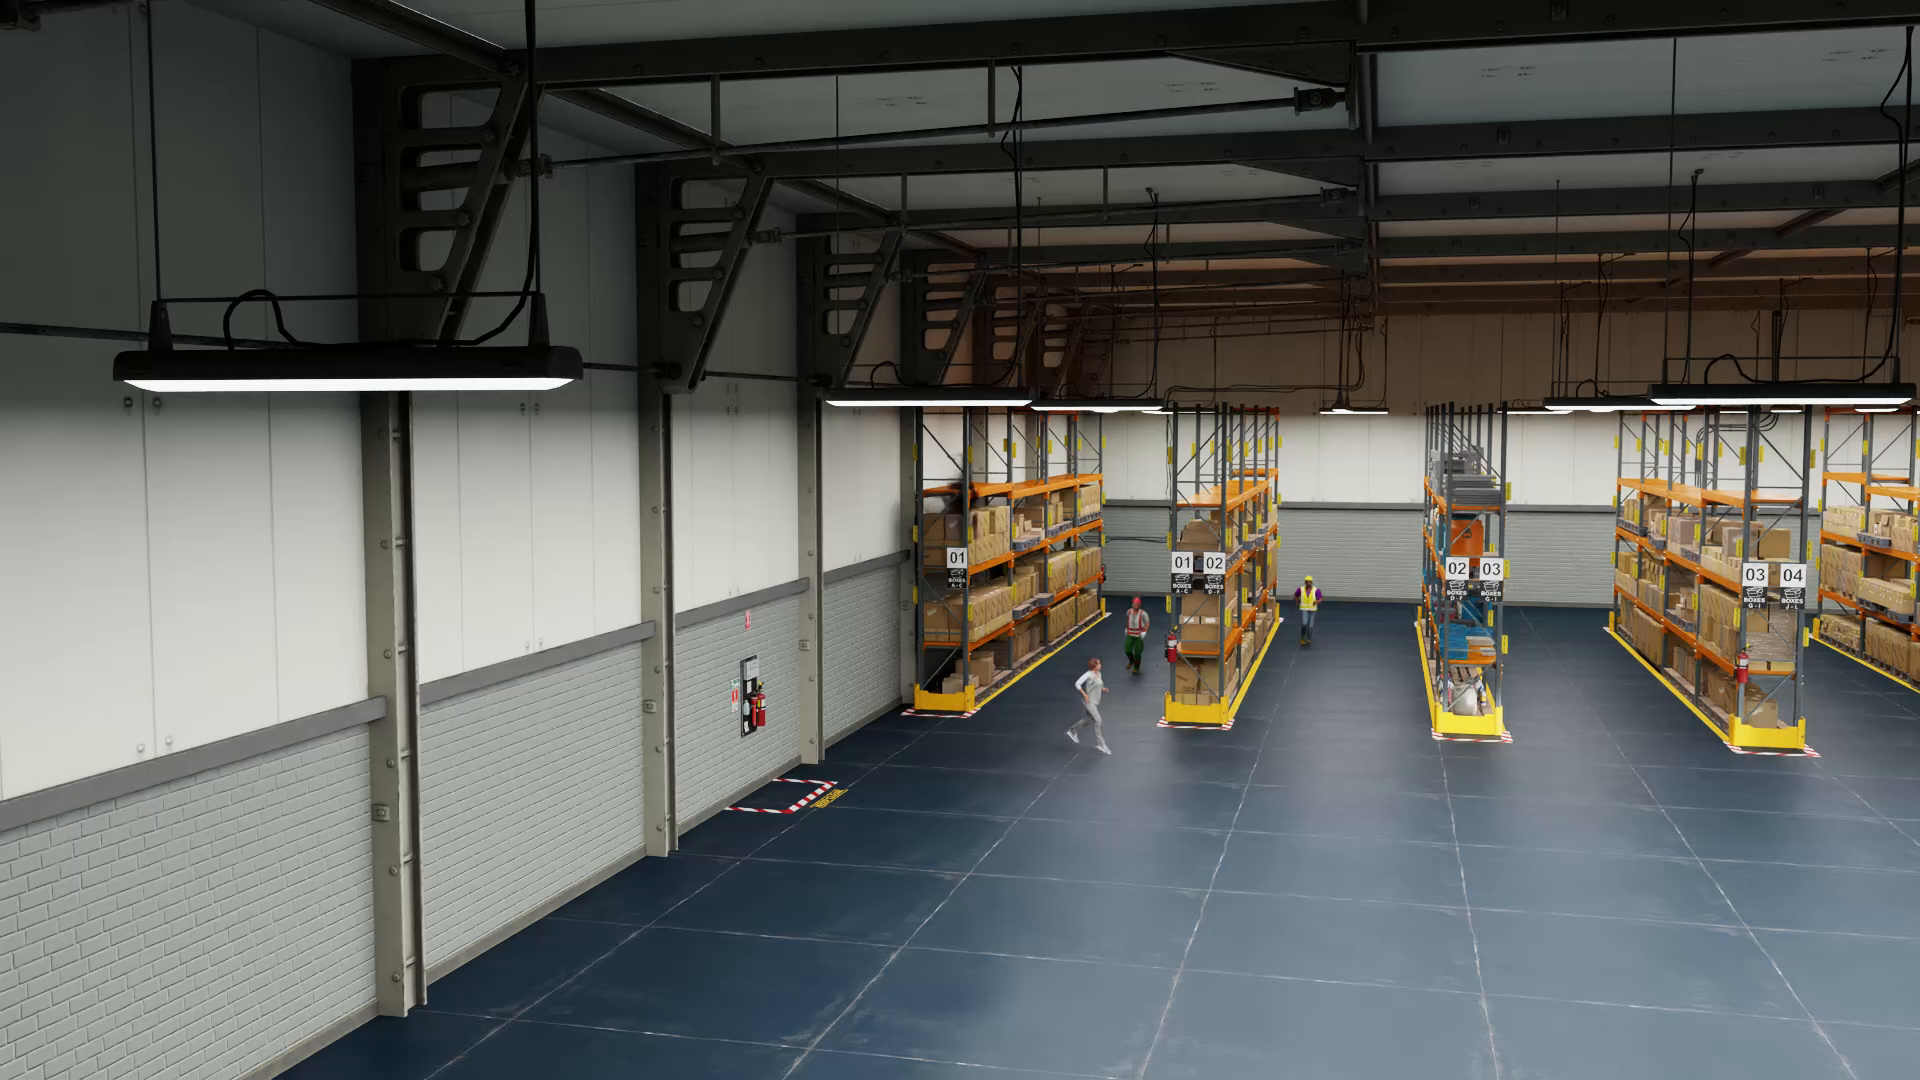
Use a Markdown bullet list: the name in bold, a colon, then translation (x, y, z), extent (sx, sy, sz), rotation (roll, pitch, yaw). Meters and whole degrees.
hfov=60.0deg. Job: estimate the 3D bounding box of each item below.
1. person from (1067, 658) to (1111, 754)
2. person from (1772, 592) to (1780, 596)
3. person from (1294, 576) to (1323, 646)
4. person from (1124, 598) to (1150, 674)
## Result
- **person**: translation (2.206, 2.815, 28.523), extent (0.891, 1.611, 0.563), rotation (2, 5, 30)
- **person**: translation (21.536, 1.623, 43.726), extent (0.710, 1.818, 0.774), rotation (3, 5, 31)
- **person**: translation (8.713, 1.773, 41.566), extent (0.675, 1.754, 0.689), rotation (1, 4, 8)
- **person**: translation (3.883, 2.124, 36.863), extent (0.686, 1.728, 0.778), rotation (2, 5, 22)
